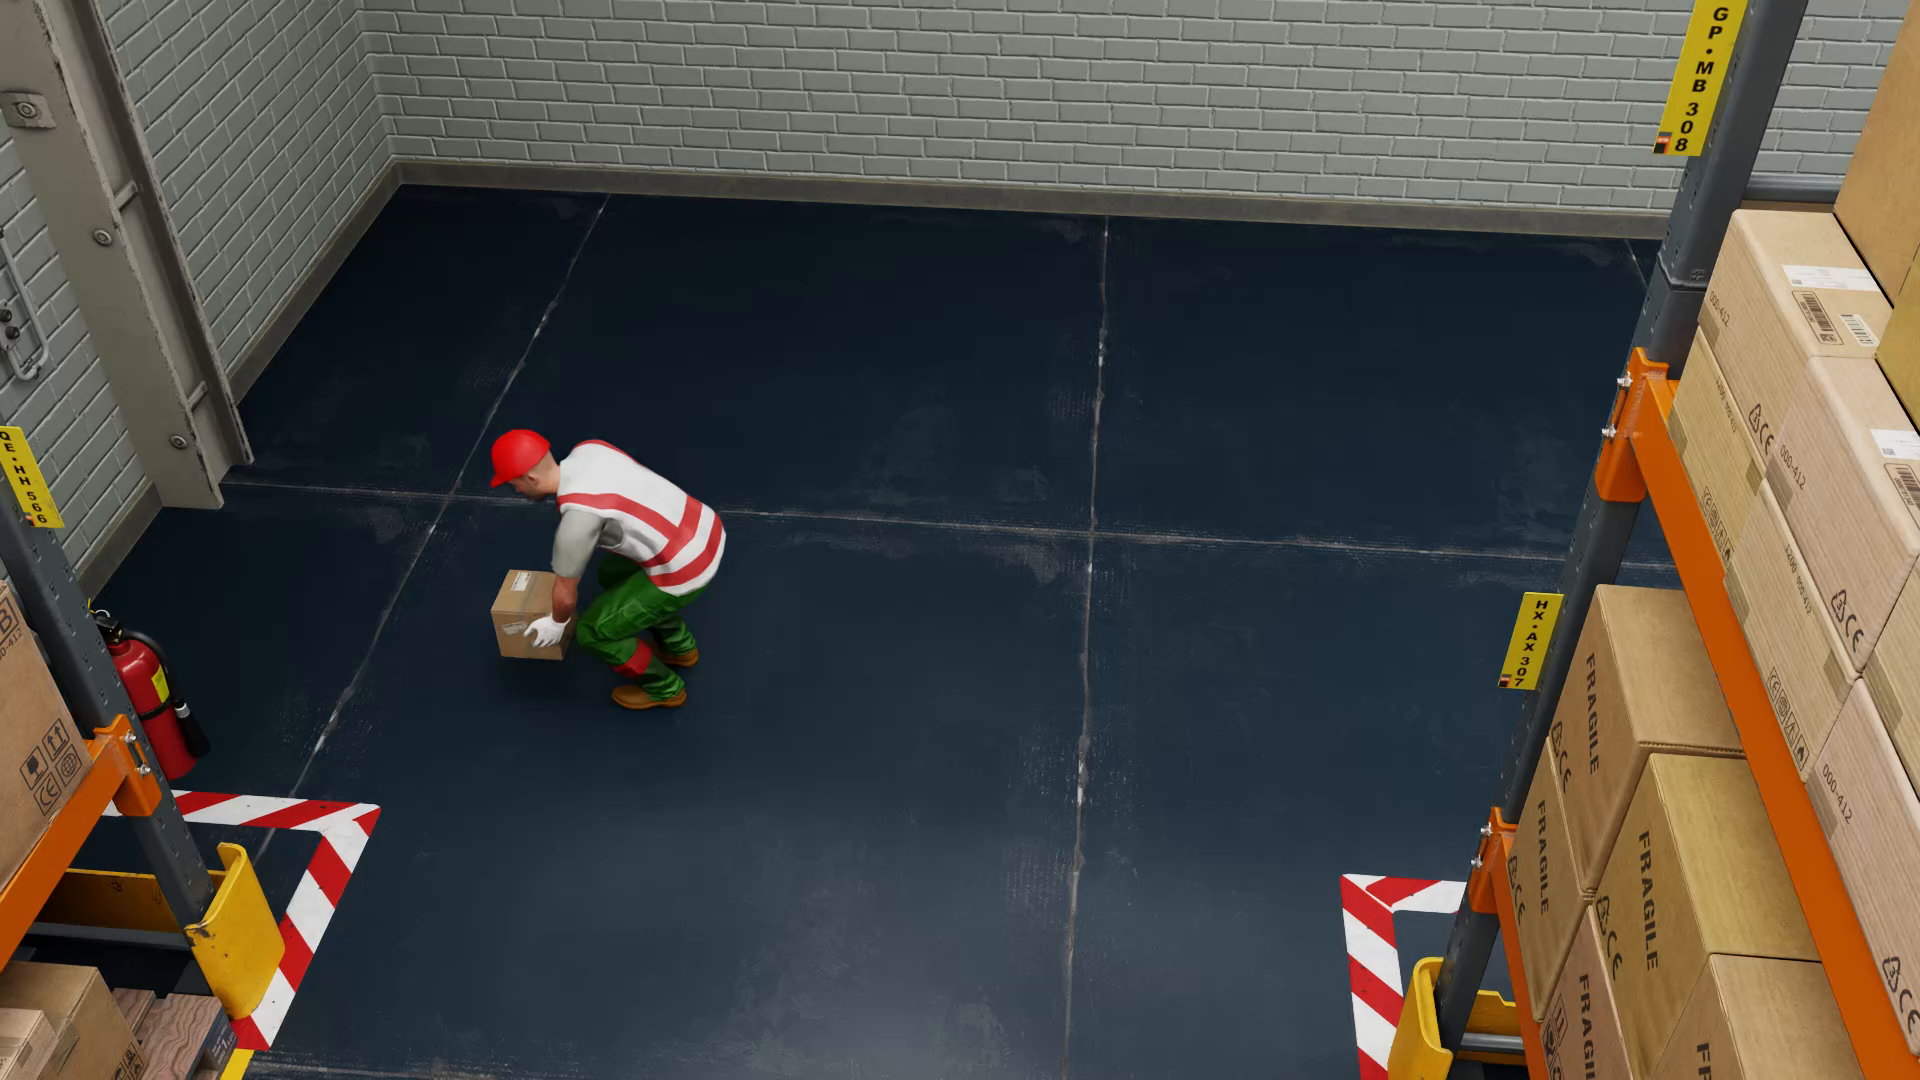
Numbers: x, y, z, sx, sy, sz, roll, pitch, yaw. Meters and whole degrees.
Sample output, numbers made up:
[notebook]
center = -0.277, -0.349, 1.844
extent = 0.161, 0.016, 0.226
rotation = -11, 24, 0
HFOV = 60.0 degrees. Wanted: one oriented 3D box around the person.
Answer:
[person]
center = -1.323, 0.110, 6.414
extent = 0.825, 1.267, 0.585
rotation = 3, 40, 4
